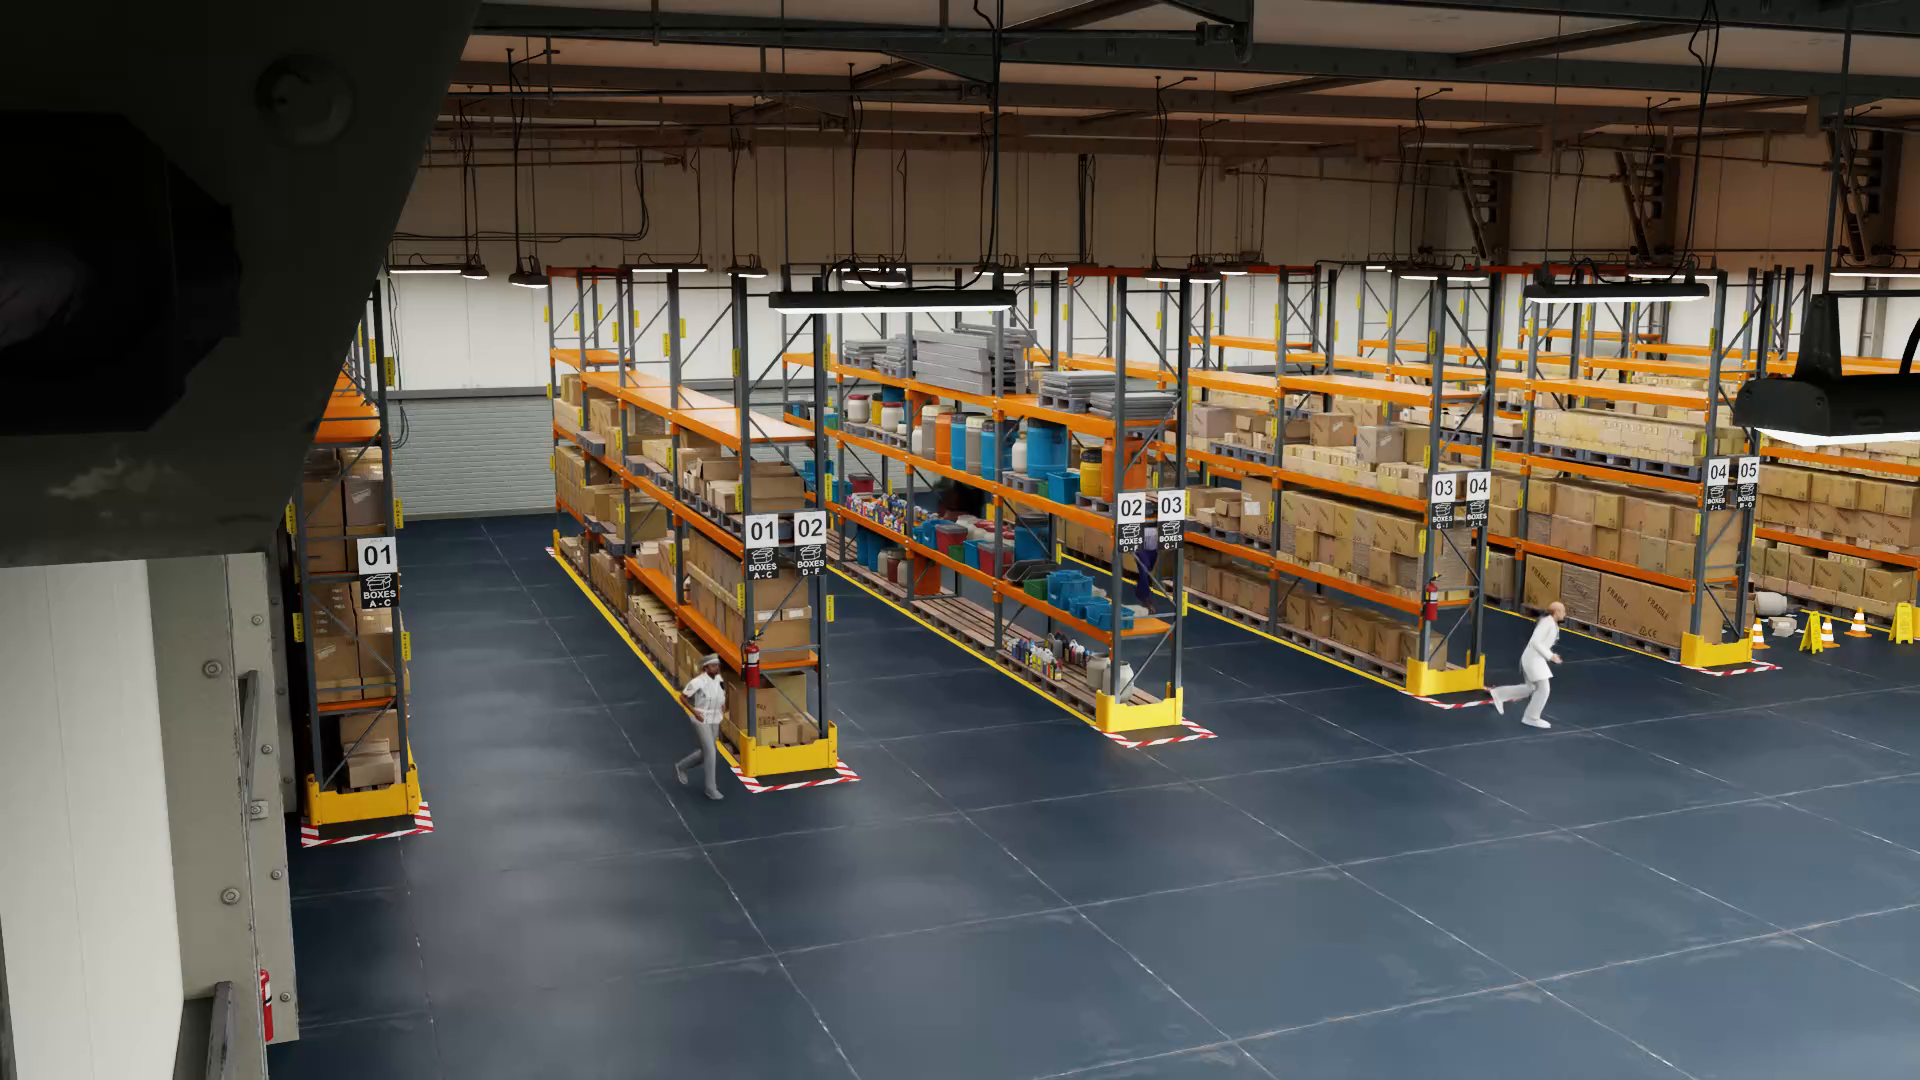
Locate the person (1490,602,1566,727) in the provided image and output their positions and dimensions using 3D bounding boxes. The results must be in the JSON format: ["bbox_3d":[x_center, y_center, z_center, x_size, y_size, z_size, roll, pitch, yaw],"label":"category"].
[{"bbox_3d":[7.661,1.647,22.471,0.913,1.698,0.710,4,11,22],"label":"person"}]

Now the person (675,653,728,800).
[{"bbox_3d":[-2.986,2.155,19.613,0.810,1.694,0.611,8,13,38],"label":"person"}]

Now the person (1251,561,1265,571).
[{"bbox_3d":[5.796,-0.029,31.954,0.560,1.656,0.599,-4,11,-24],"label":"person"}]

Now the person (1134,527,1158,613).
[{"bbox_3d":[3.188,0.330,28.396,0.580,1.725,0.732,-7,12,-35],"label":"person"}]
